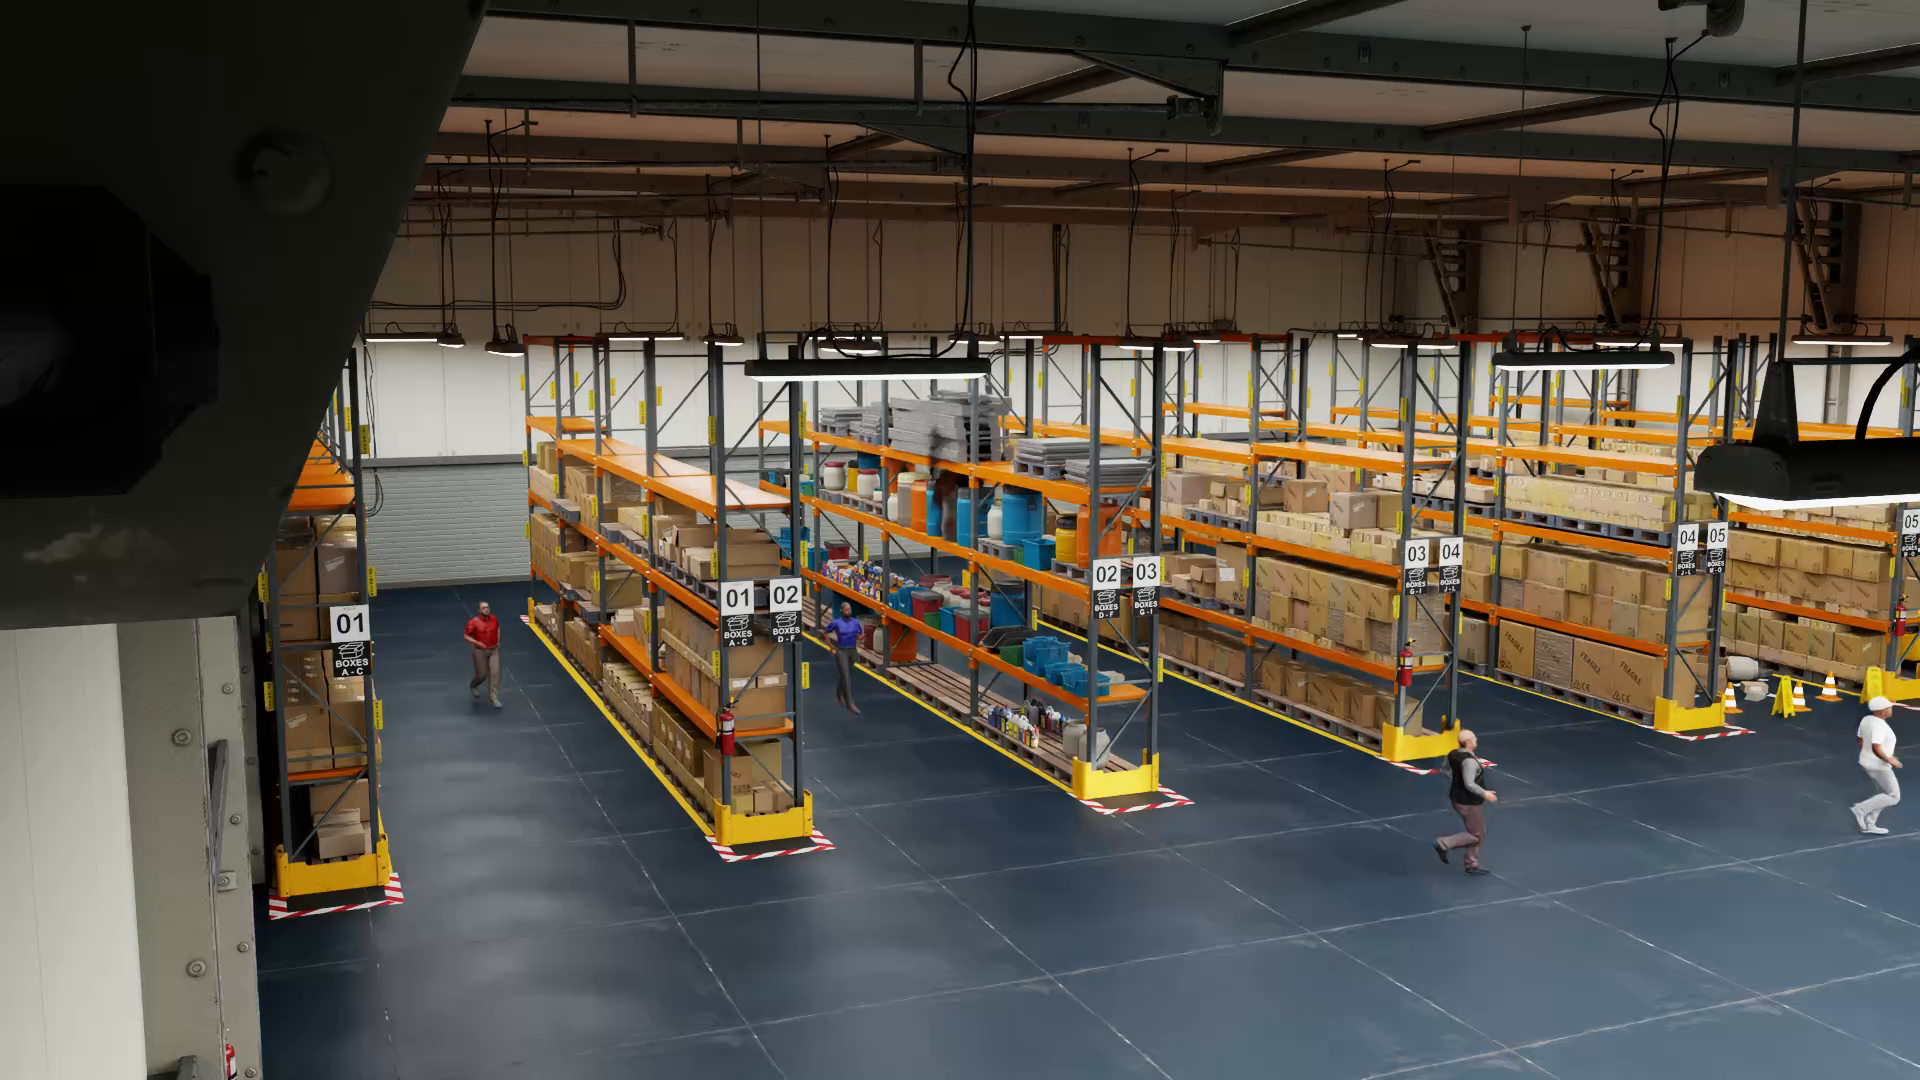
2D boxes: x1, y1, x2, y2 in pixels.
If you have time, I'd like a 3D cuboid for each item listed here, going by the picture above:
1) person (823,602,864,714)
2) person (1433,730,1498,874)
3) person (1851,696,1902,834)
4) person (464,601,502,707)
[{"bbox_3d":[-1.751,1.799,25.689,0.572,1.691,0.869,-5,9,-34],"label":"person"},{"bbox_3d":[5.731,2.993,18.958,0.733,1.694,0.661,-1,8,-5],"label":"person"},{"bbox_3d":[11.263,2.766,20.445,0.575,1.719,0.683,1,8,9],"label":"person"},{"bbox_3d":[-7.781,1.850,27.265,0.673,1.701,0.900,-6,10,-39],"label":"person"}]
